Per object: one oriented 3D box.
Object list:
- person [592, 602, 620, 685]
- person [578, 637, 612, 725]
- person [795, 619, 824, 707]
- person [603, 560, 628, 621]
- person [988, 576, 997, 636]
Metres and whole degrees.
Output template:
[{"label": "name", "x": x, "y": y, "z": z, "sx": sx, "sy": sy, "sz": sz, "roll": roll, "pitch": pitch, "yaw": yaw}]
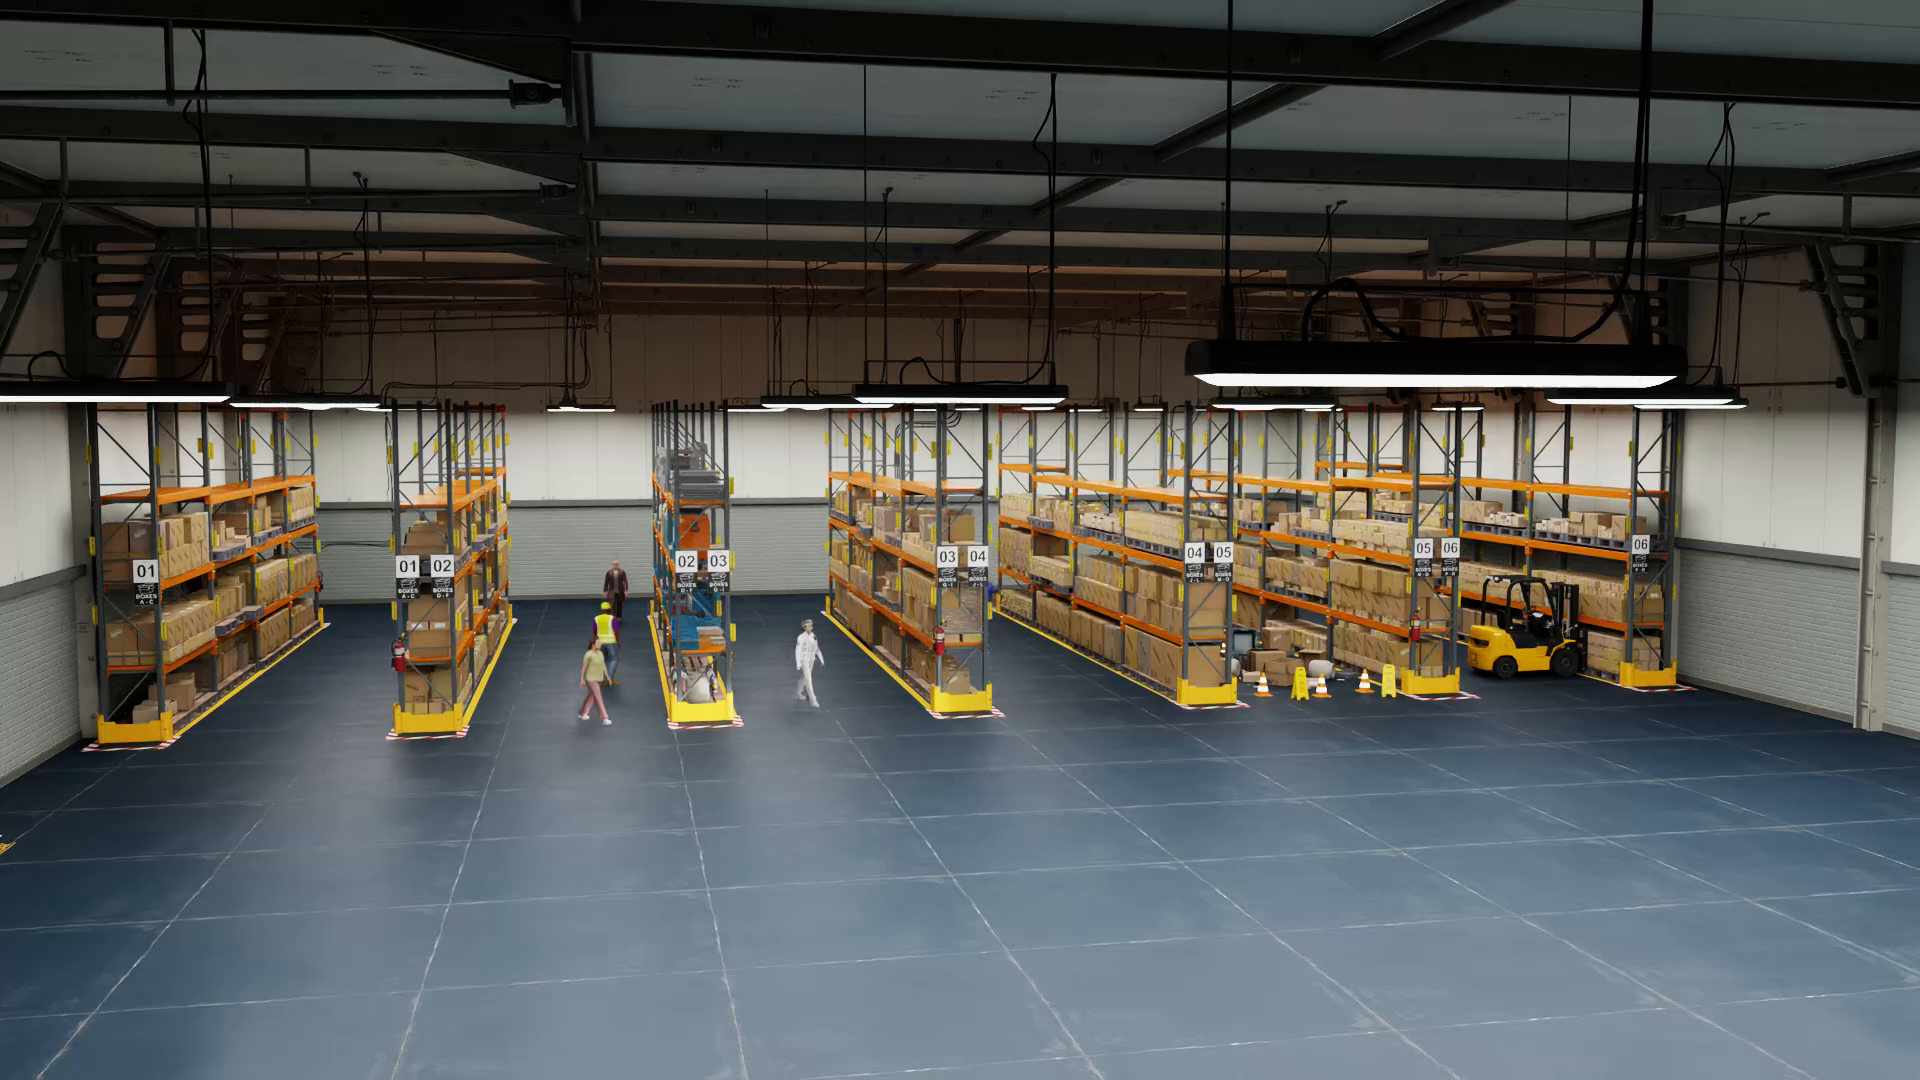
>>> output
[{"label": "person", "x": -7.492, "y": 2.195, "z": 35.215, "sx": 0.610, "sy": 1.765, "sz": 0.513, "roll": 1, "pitch": 4, "yaw": 12}, {"label": "person", "x": -6.720, "y": 2.582, "z": 30.769, "sx": 1.074, "sy": 1.601, "sz": 0.491, "roll": 3, "pitch": 5, "yaw": 35}, {"label": "person", "x": -3.011, "y": 2.408, "z": 32.989, "sx": 0.544, "sy": 1.683, "sz": 0.914, "roll": -4, "pitch": 6, "yaw": -44}, {"label": "person", "x": -9.407, "y": 1.410, "z": 45.430, "sx": 0.677, "sy": 1.718, "sz": 1.103, "roll": -1, "pitch": 4, "yaw": -11}, {"label": "person", "x": 0.685, "y": 1.655, "z": 43.157, "sx": 0.471, "sy": 1.594, "sz": 1.033, "roll": -1, "pitch": 4, "yaw": -15}]
